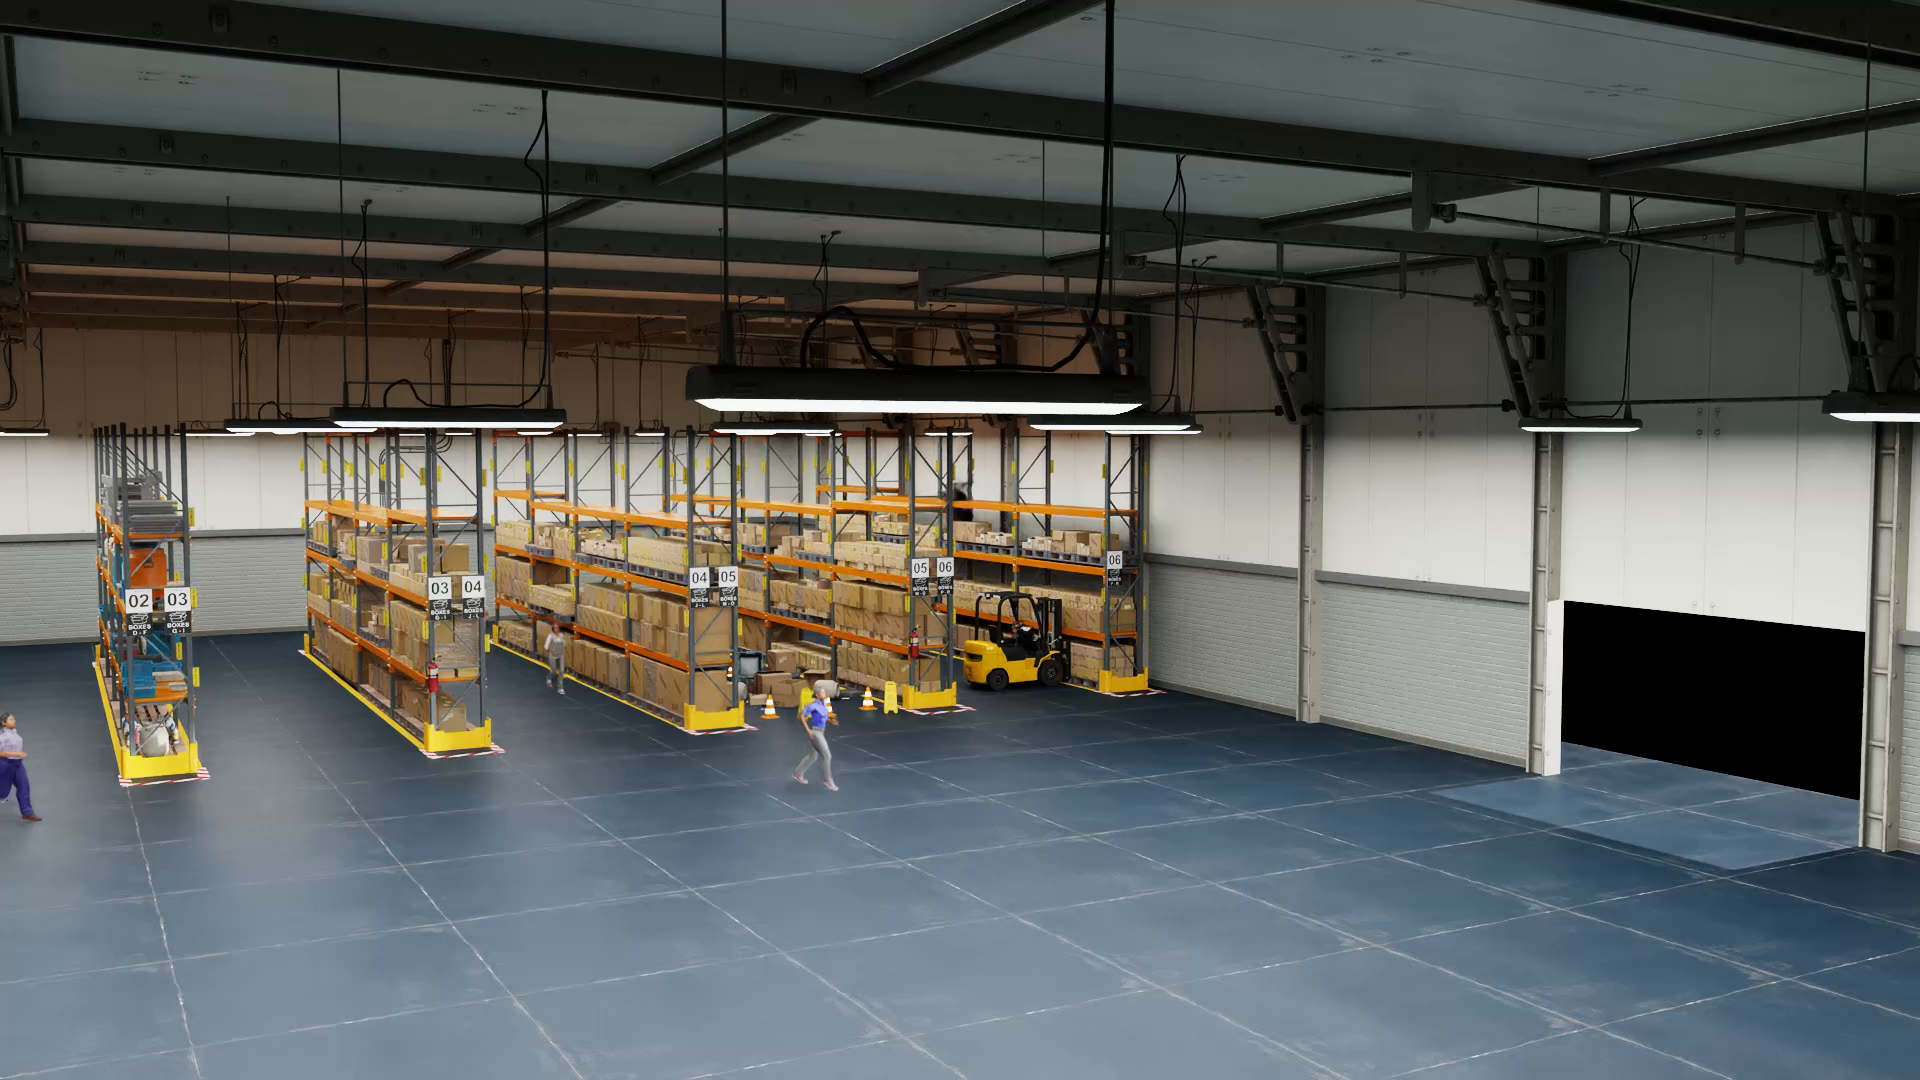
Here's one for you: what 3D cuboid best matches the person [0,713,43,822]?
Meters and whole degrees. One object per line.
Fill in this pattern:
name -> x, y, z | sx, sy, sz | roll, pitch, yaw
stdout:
person -> -14.187, 3.397, 24.750 | 0.930, 1.650, 0.613 | 0, 3, -1

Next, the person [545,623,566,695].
person -> -9.107, 2.672, 37.492 | 0.539, 1.568, 0.825 | -2, 4, -36

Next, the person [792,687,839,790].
person -> -2.374, 3.248, 27.298 | 0.817, 1.700, 0.570 | 0, 3, 6

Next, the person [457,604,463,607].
person -> -13.641, 2.129, 45.267 | 0.768, 1.721, 0.606 | -1, 4, -22

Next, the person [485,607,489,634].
person -> -12.416, 2.292, 42.787 | 0.665, 1.685, 0.593 | -2, 4, -35
